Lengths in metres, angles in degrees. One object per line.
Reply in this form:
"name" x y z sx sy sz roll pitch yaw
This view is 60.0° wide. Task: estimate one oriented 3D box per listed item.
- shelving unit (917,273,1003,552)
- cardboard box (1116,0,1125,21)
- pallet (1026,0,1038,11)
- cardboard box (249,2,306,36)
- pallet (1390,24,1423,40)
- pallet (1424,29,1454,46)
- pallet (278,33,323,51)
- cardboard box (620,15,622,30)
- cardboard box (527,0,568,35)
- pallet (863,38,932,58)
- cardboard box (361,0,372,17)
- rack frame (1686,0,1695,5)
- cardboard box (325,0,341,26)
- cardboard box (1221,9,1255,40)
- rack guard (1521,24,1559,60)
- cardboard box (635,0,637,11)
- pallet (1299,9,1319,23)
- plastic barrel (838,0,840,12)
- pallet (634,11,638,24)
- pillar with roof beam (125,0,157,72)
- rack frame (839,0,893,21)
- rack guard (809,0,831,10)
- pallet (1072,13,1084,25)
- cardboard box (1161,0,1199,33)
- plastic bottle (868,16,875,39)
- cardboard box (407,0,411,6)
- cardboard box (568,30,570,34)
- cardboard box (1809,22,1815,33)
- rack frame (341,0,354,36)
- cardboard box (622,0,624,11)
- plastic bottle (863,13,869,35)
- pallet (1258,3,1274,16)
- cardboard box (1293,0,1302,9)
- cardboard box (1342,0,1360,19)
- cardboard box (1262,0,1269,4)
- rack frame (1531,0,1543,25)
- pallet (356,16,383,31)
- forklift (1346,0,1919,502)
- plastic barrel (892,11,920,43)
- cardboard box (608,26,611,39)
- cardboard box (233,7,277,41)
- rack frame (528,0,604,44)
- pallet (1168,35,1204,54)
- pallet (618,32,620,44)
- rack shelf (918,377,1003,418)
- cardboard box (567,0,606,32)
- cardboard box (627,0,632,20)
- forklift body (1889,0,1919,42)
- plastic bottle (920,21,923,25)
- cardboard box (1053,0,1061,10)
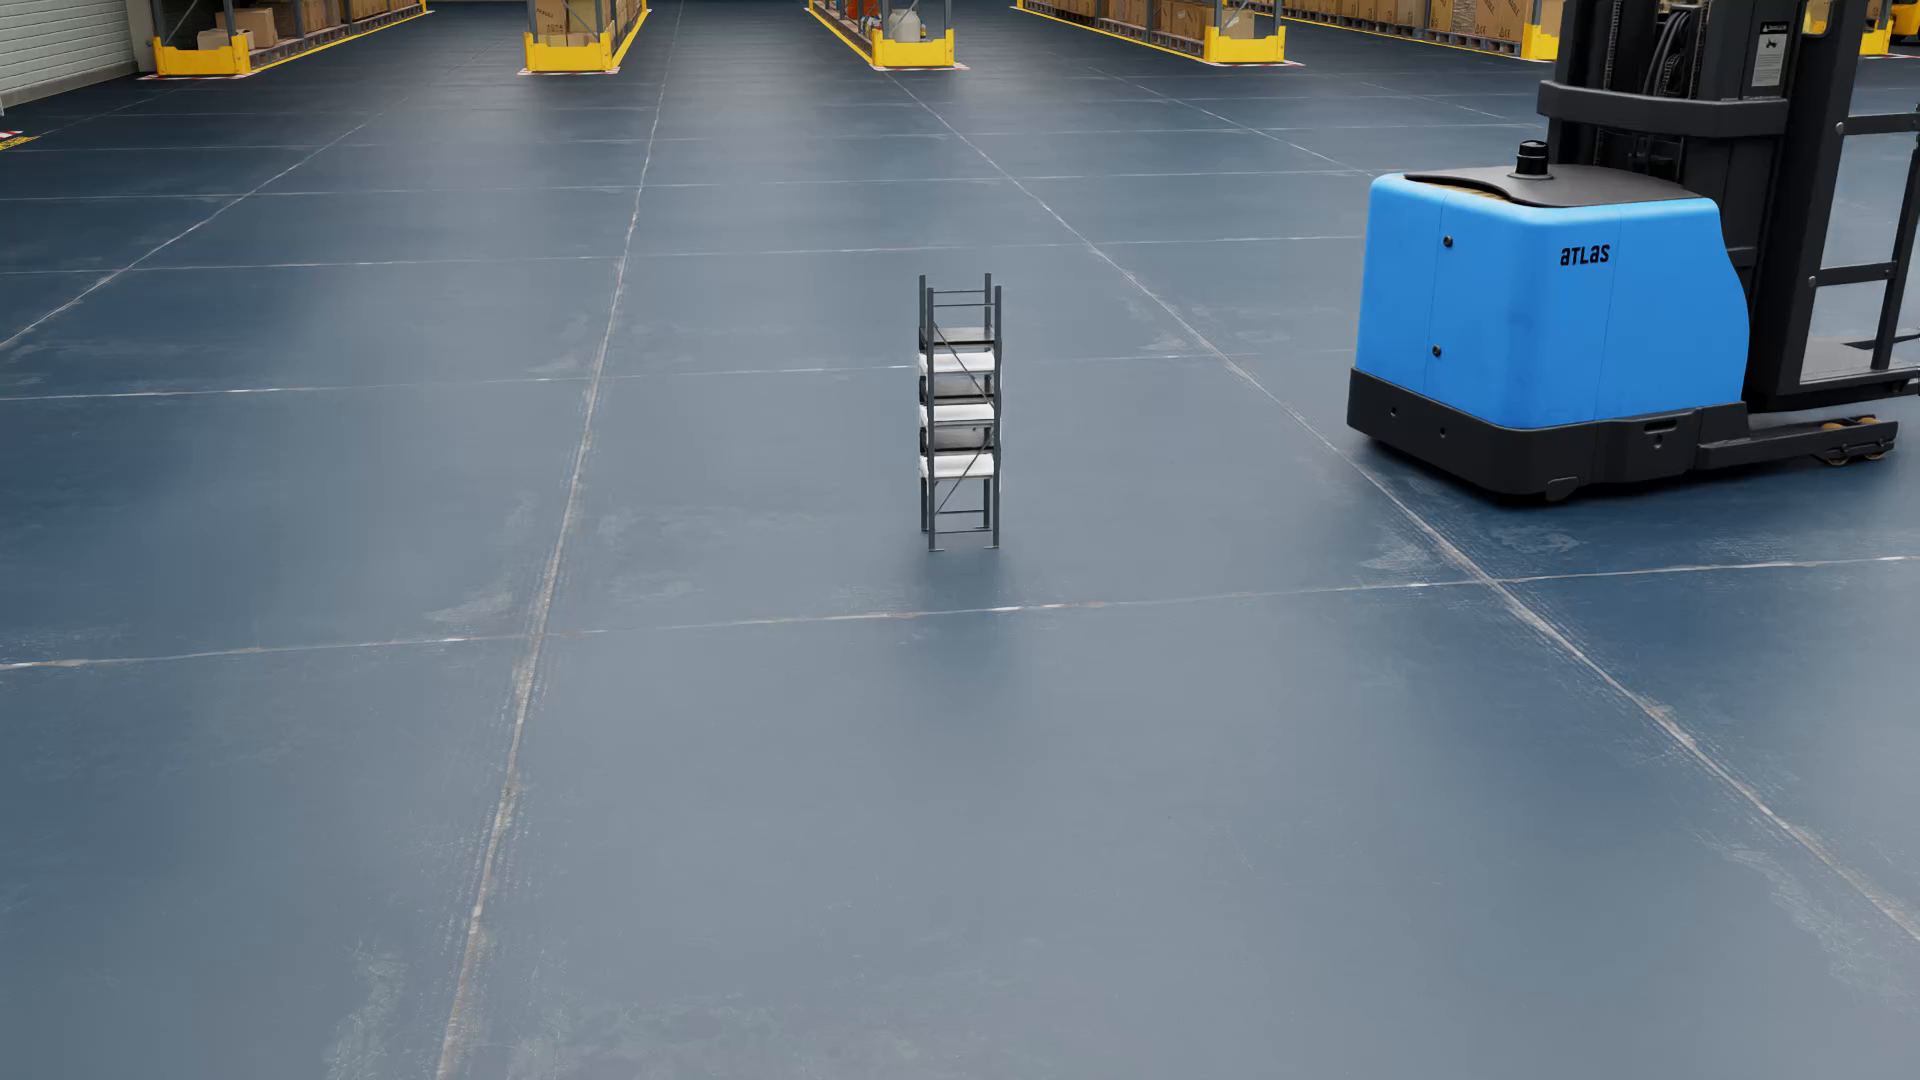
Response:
"shelving unit" -0.001 -0.424 5.566 0.258 0.900 0.210 -3 21 -8
"cardboard box" 3.328 -9.964 31.051 0.700 0.500 0.500 -5 21 -12
"pallet" 2.159 -12.542 38.995 1.003 0.211 1.213 -3 21 -8
"cardboard box" -11.132 -8.506 27.147 0.700 0.500 0.500 -2 21 -6
"pallet" 8.433 -9.139 29.882 1.003 0.211 1.213 -3 21 -8
"pallet" 8.651 -8.608 28.462 1.003 0.211 1.213 -3 21 -8
"pallet" -11.123 -8.180 27.316 1.003 0.211 1.213 -3 21 -8
"cardboard box" -6.070 -8.885 28.548 0.500 0.250 0.500 -4 21 -9
"cardboard box" -5.903 -7.514 23.804 0.500 0.500 0.500 -3 21 -8
"pallet" -0.971 -7.752 26.171 1.003 0.211 1.213 -3 21 -8
"cardboard box" -11.682 -10.356 31.630 0.750 0.750 0.750 -3 21 -8
"rack frame" 13.502 -10.466 29.452 1.000 3.000 0.127 -3 21 -8
"cardboard box" -11.430 -9.390 29.515 0.700 0.500 0.500 -3 21 -7
"cardboard box" 4.199 -7.824 25.350 0.500 0.500 0.500 1 20 2
"rack guard" 9.199 -7.617 25.397 1.175 0.500 0.348 -3 21 -8
"cardboard box" -6.906 -11.117 34.137 0.500 0.500 0.500 -3 21 -8
"pallet" 7.758 -10.952 34.738 1.003 0.211 1.213 -3 21 -8
"plastic barrel" -2.195 -11.266 33.991 0.600 0.901 0.708 -3 21 -8
"pallet" -7.106 -10.652 33.934 1.003 0.211 1.213 -3 21 -8
"pillar with roof beam" -7.129 -11.058 22.462 9.100 9.000 0.400 -3 21 -8
"rack frame" -1.782 -11.102 31.153 1.000 3.000 0.127 -3 21 -8
"rack guard" -2.952 -12.708 39.026 1.175 0.500 0.348 -3 21 -8
"pallet" 2.907 -10.743 34.179 1.003 0.211 1.213 -3 21 -8
"cardboard box" 3.714 -8.852 28.101 0.500 0.500 0.500 -4 21 -9
"plastic bottle" -1.385 -8.104 26.285 0.144 0.351 0.185 -2 21 -6
"cardboard box" -12.467 -11.987 36.495 0.700 0.500 0.500 -3 21 -8
"cardboard box" -5.985 -7.335 24.398 0.500 0.250 0.500 -3 21 -8
"cardboard box" 13.693 -8.265 26.886 0.500 0.250 0.500 -3 21 -8
"rack frame" -11.586 -10.602 29.815 1.000 3.000 0.127 -3 21 -8
"cardboard box" -6.214 -9.501 29.395 0.500 0.311 0.500 -3 21 -8
"plastic bottle" -1.500 -8.381 27.027 0.144 0.351 0.185 -2 21 -6
"pallet" 7.333 -11.876 37.211 1.003 0.211 1.213 -3 21 -8
"cardboard box" 7.387 -11.525 35.258 0.500 0.500 0.500 -2 21 -5
"cardboard box" 8.041 -10.494 32.141 1.050 0.750 0.750 -3 21 -8
"cardboard box" 7.015 -12.114 37.337 0.380 0.149 0.250 -4 21 -10
"rack frame" 9.195 -8.797 24.981 1.000 3.000 0.127 -3 21 -8
"pallet" -11.797 -9.994 32.172 1.003 0.211 1.213 -3 21 -8
"forklift" 3.142 -1.825 6.413 3.031 2.935 1.130 -8 22 -21
"plastic barrel" -0.799 -7.587 24.698 0.421 0.512 0.421 0 20 0
"cardboard box" -5.603 -7.708 25.397 0.500 0.250 0.500 -3 21 -8
"cardboard box" -10.820 -7.895 25.510 0.500 0.500 0.500 -4 21 -12
"rack frame" -5.531 -8.083 23.071 1.000 3.000 0.127 -3 21 -8
"pallet" 4.007 -8.006 26.850 1.003 0.211 1.213 -3 21 -8
"pallet" -6.253 -8.415 27.945 1.003 0.211 1.213 -3 21 -8
"rack shelf" -0.001 -0.477 5.546 0.258 0.077 0.200 -3 21 -8
"cardboard box" -5.462 -7.713 24.338 0.500 0.500 0.500 -3 21 -8
"cardboard box" -6.467 -10.060 31.308 0.500 0.500 0.500 -2 21 -5
"forklift body" 16.911 -9.500 28.077 2.313 2.155 1.214 -3 21 -8
"plastic bottle" -0.596 -7.988 26.070 0.061 0.283 0.133 -3 21 -7
"cardboard box" 2.655 -11.717 35.237 1.225 0.875 0.875 -3 21 -8
